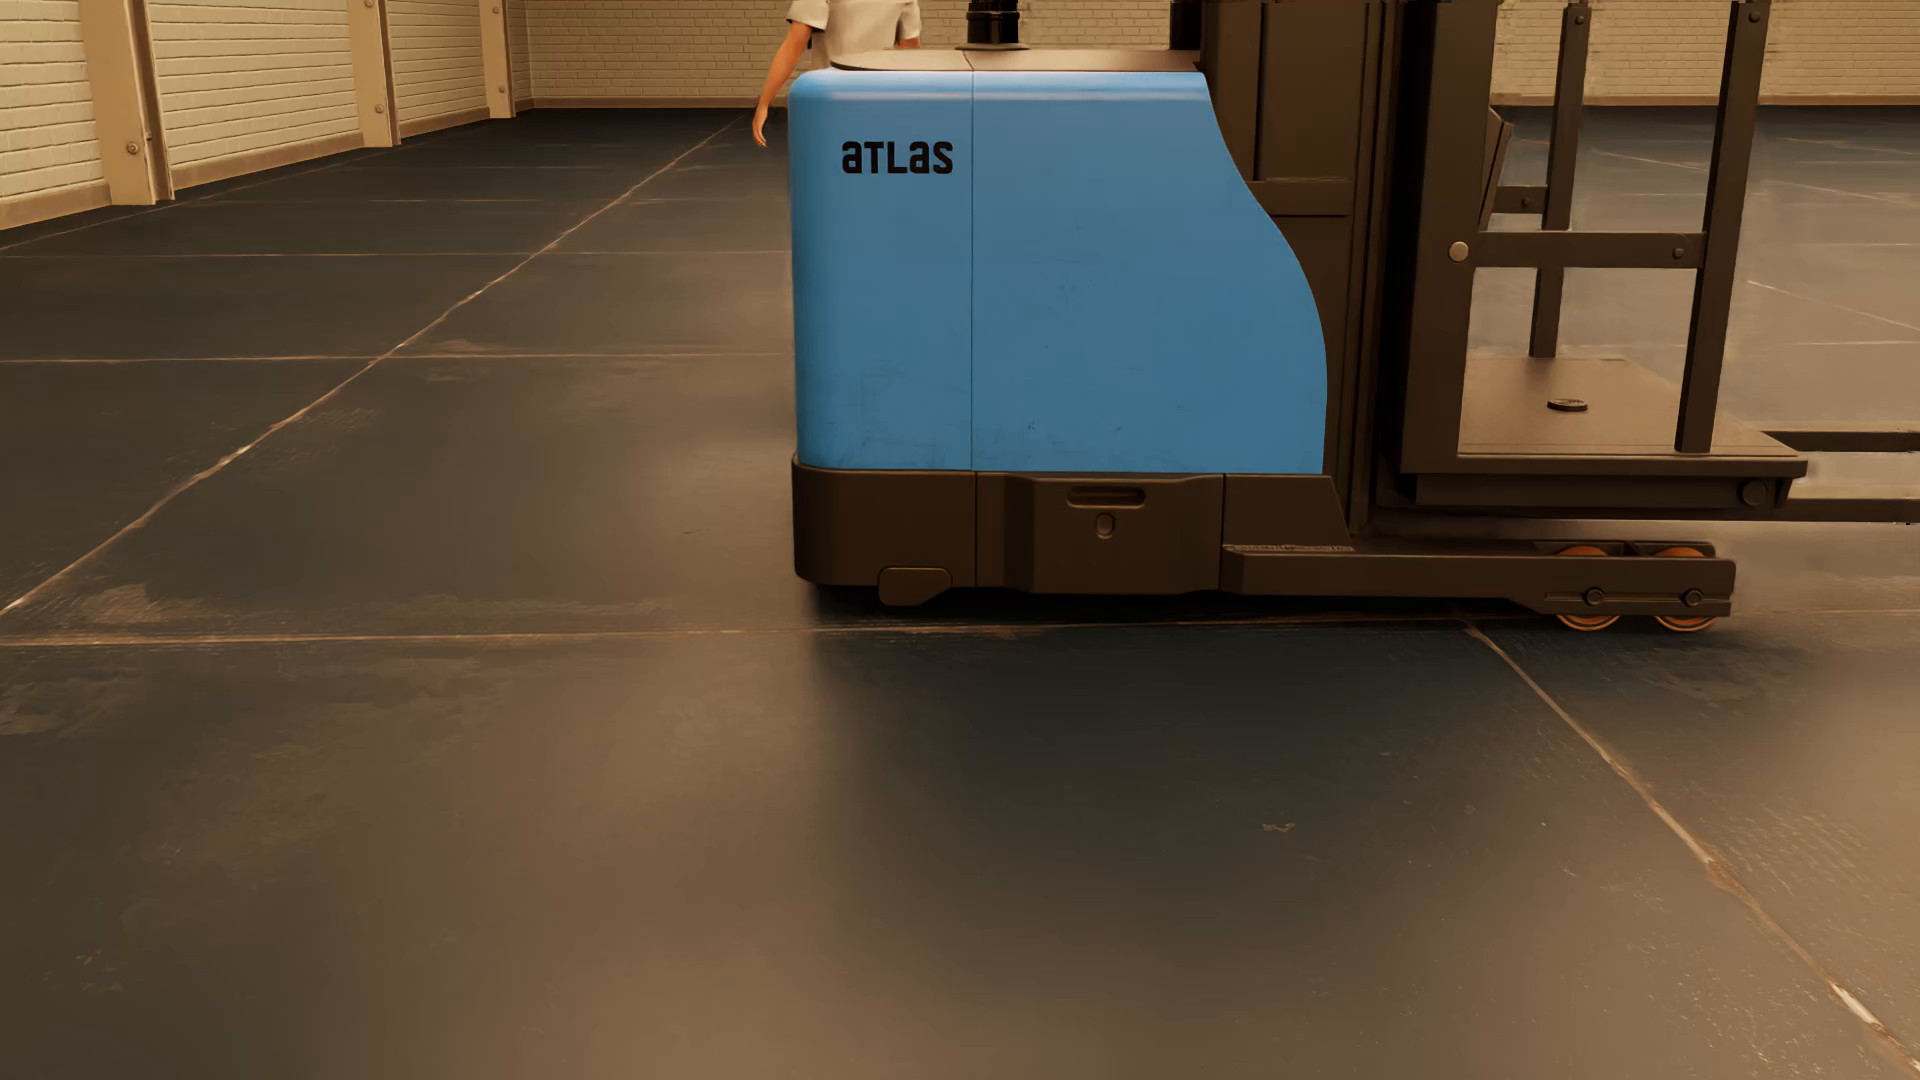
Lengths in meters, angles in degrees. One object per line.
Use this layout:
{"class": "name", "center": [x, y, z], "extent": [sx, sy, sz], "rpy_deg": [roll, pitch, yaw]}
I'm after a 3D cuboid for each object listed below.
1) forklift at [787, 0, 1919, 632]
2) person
{"class": "forklift", "center": [1.186, -1.377, 3.411], "extent": [3.031, 2.935, 1.130], "rpy_deg": [1, 17, 2]}
{"class": "person", "center": [-0.457, -1.546, 6.172], "extent": [0.667, 1.644, 0.462], "rpy_deg": [-7, 18, -23]}
